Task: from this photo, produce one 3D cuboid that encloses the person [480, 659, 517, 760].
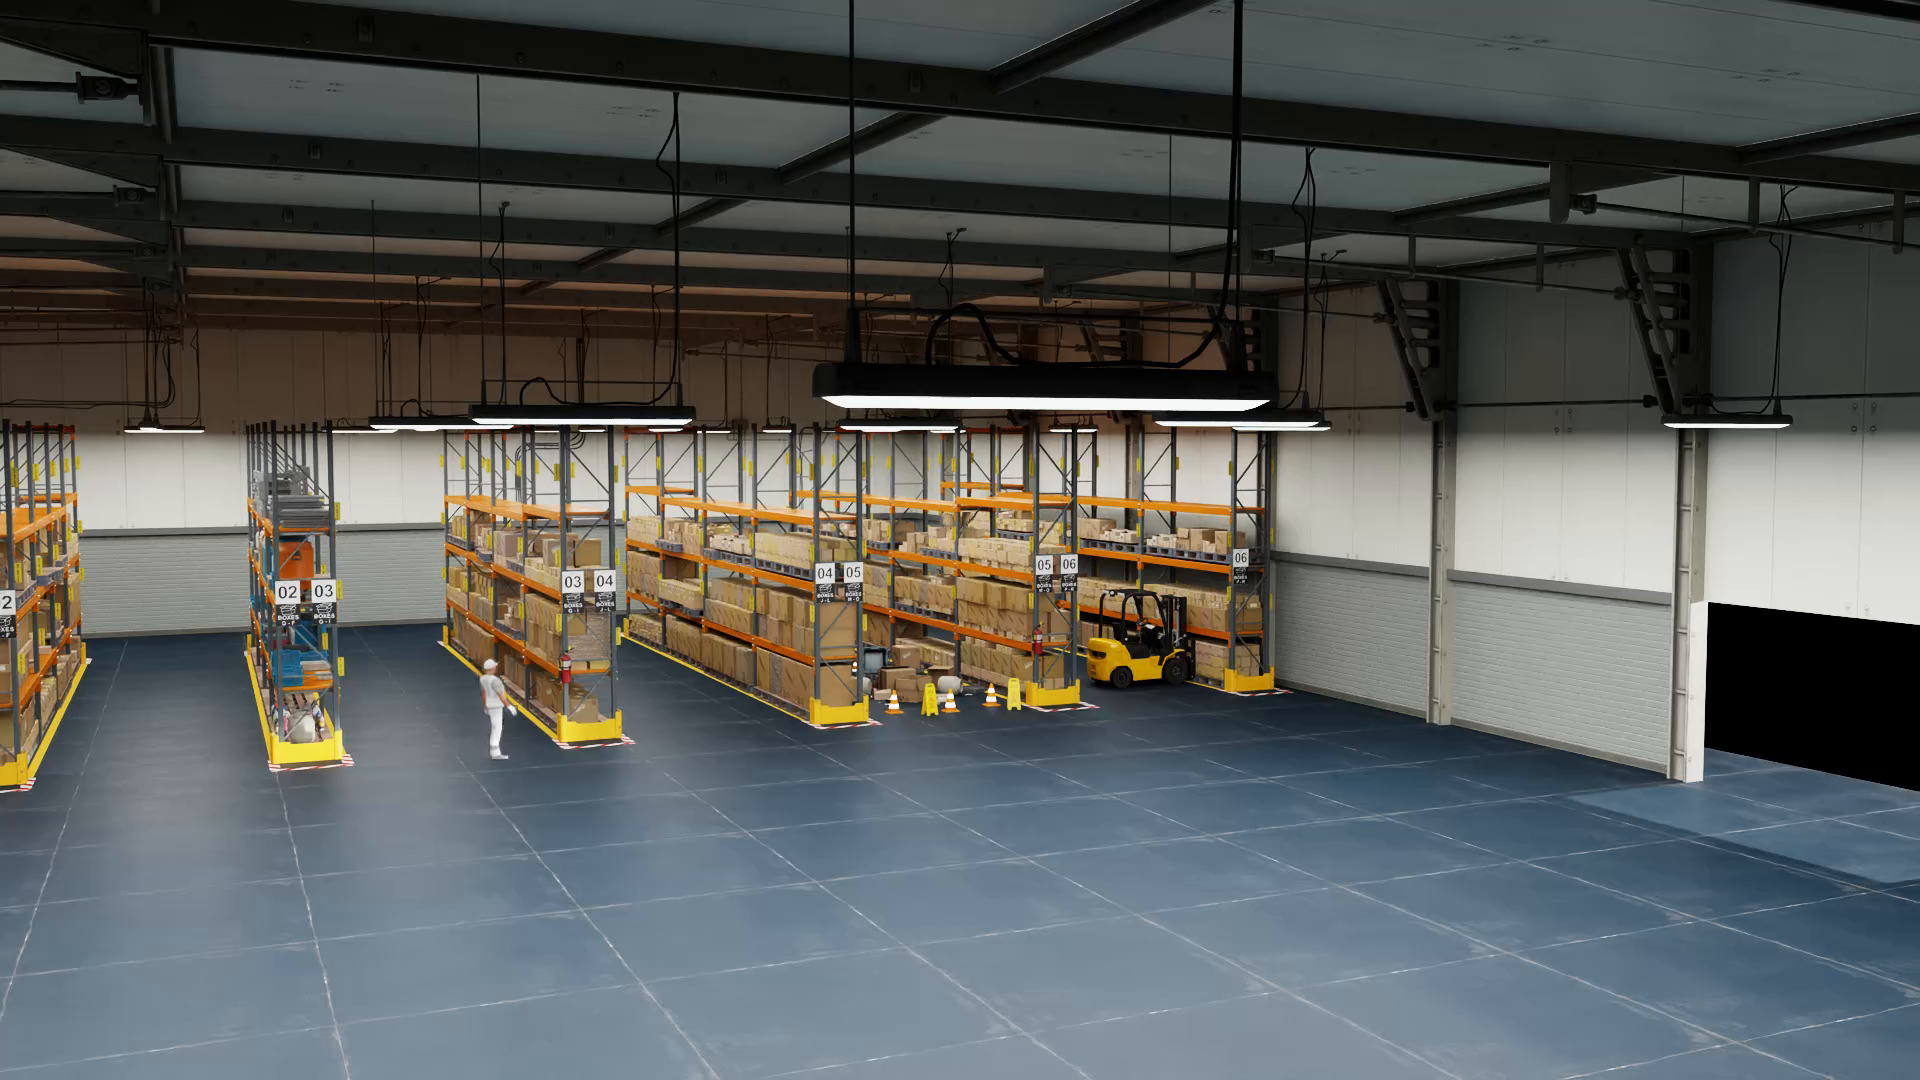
[{"bbox_3d":[-8.193,3.011,29.498,0.602,1.835,0.632,-1,4,-20],"label":"person"}]
